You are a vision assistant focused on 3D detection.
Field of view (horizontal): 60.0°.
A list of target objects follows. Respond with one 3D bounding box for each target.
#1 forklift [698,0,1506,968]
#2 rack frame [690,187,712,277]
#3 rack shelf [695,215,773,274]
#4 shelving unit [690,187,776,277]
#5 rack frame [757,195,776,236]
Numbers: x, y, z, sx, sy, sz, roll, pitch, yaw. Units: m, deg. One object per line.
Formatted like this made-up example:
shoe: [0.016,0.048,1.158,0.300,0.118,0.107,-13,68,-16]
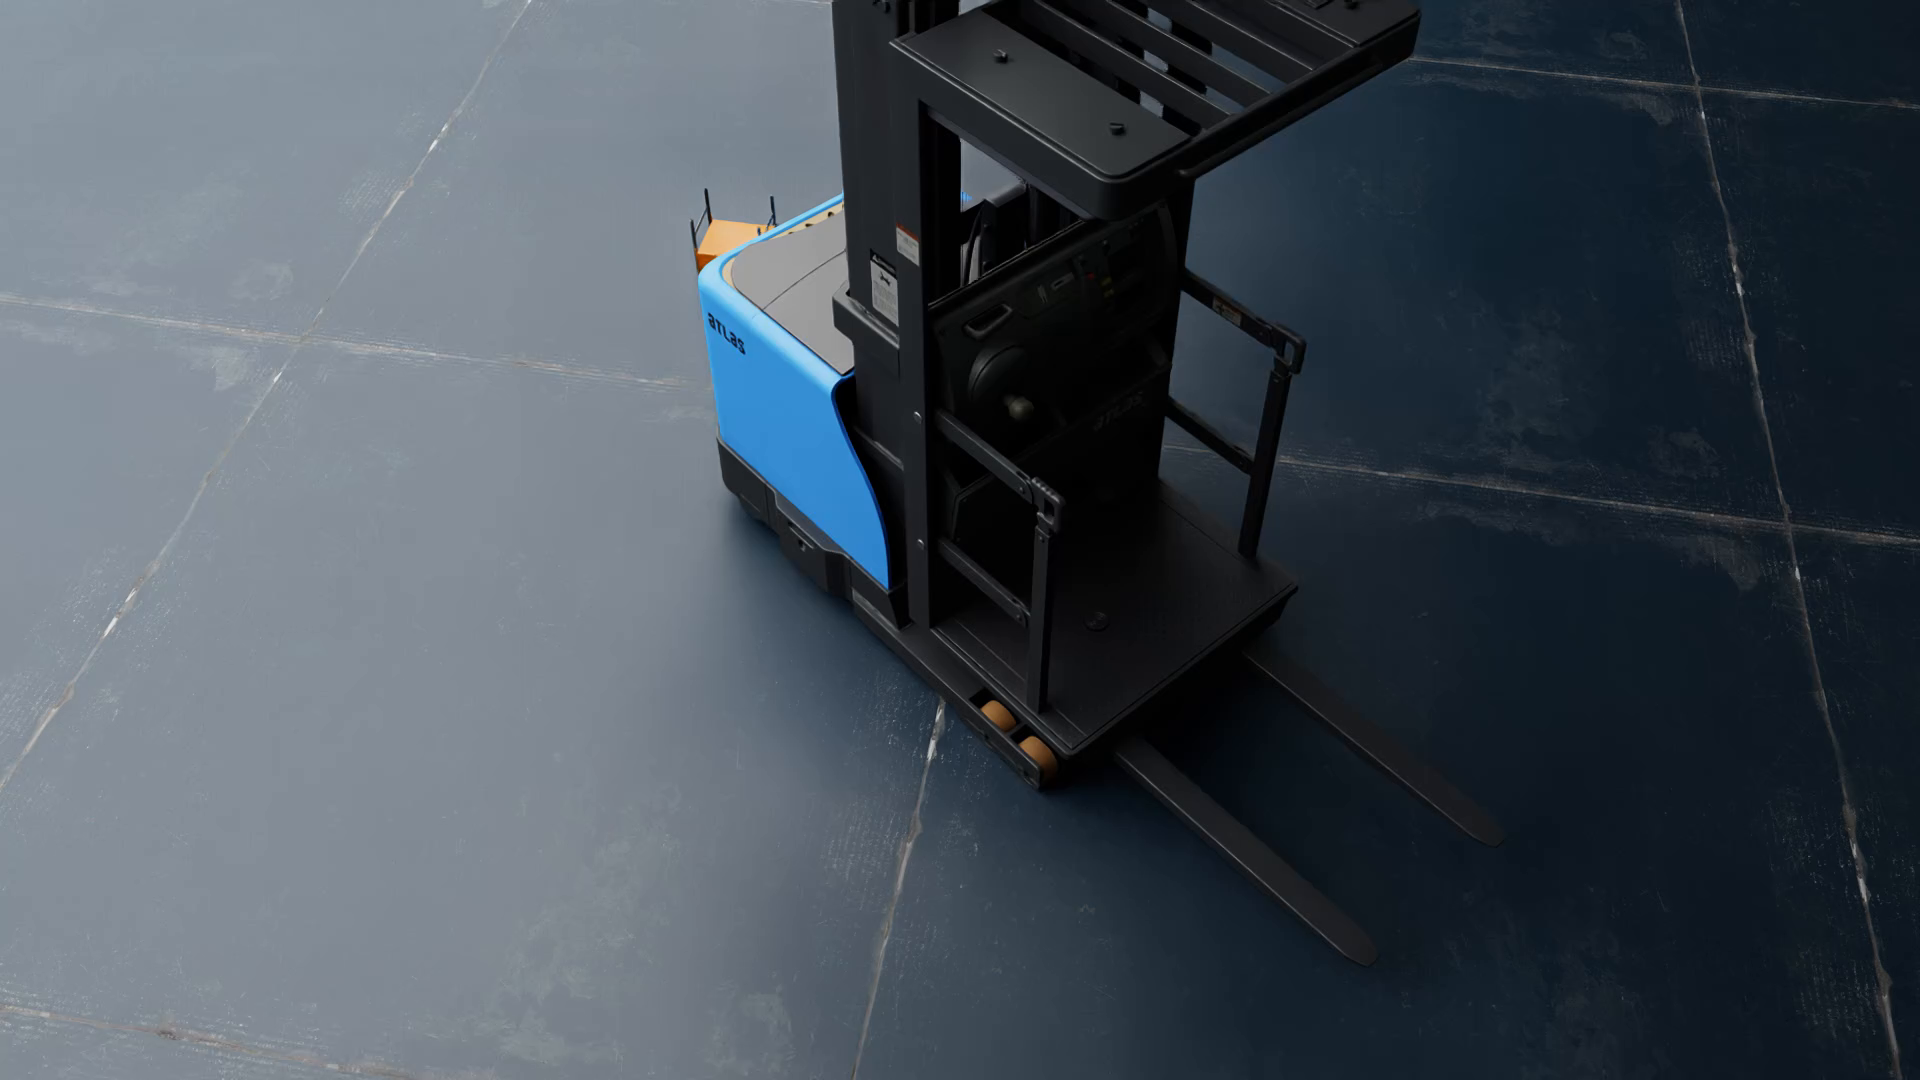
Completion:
forklift: [0.439,-0.598,4.817,1.130,2.935,3.031,-33,56,-26]
rack frame: [-0.930,-0.842,6.300,0.008,1.050,0.200,8,48,7]
rack shelf: [-0.810,-1.009,6.083,0.240,0.259,0.215,8,48,7]
shelving unit: [-0.810,-0.826,6.286,0.252,1.050,0.215,8,48,7]
rack frame: [-0.690,-0.810,6.271,0.008,1.050,0.200,8,48,7]
